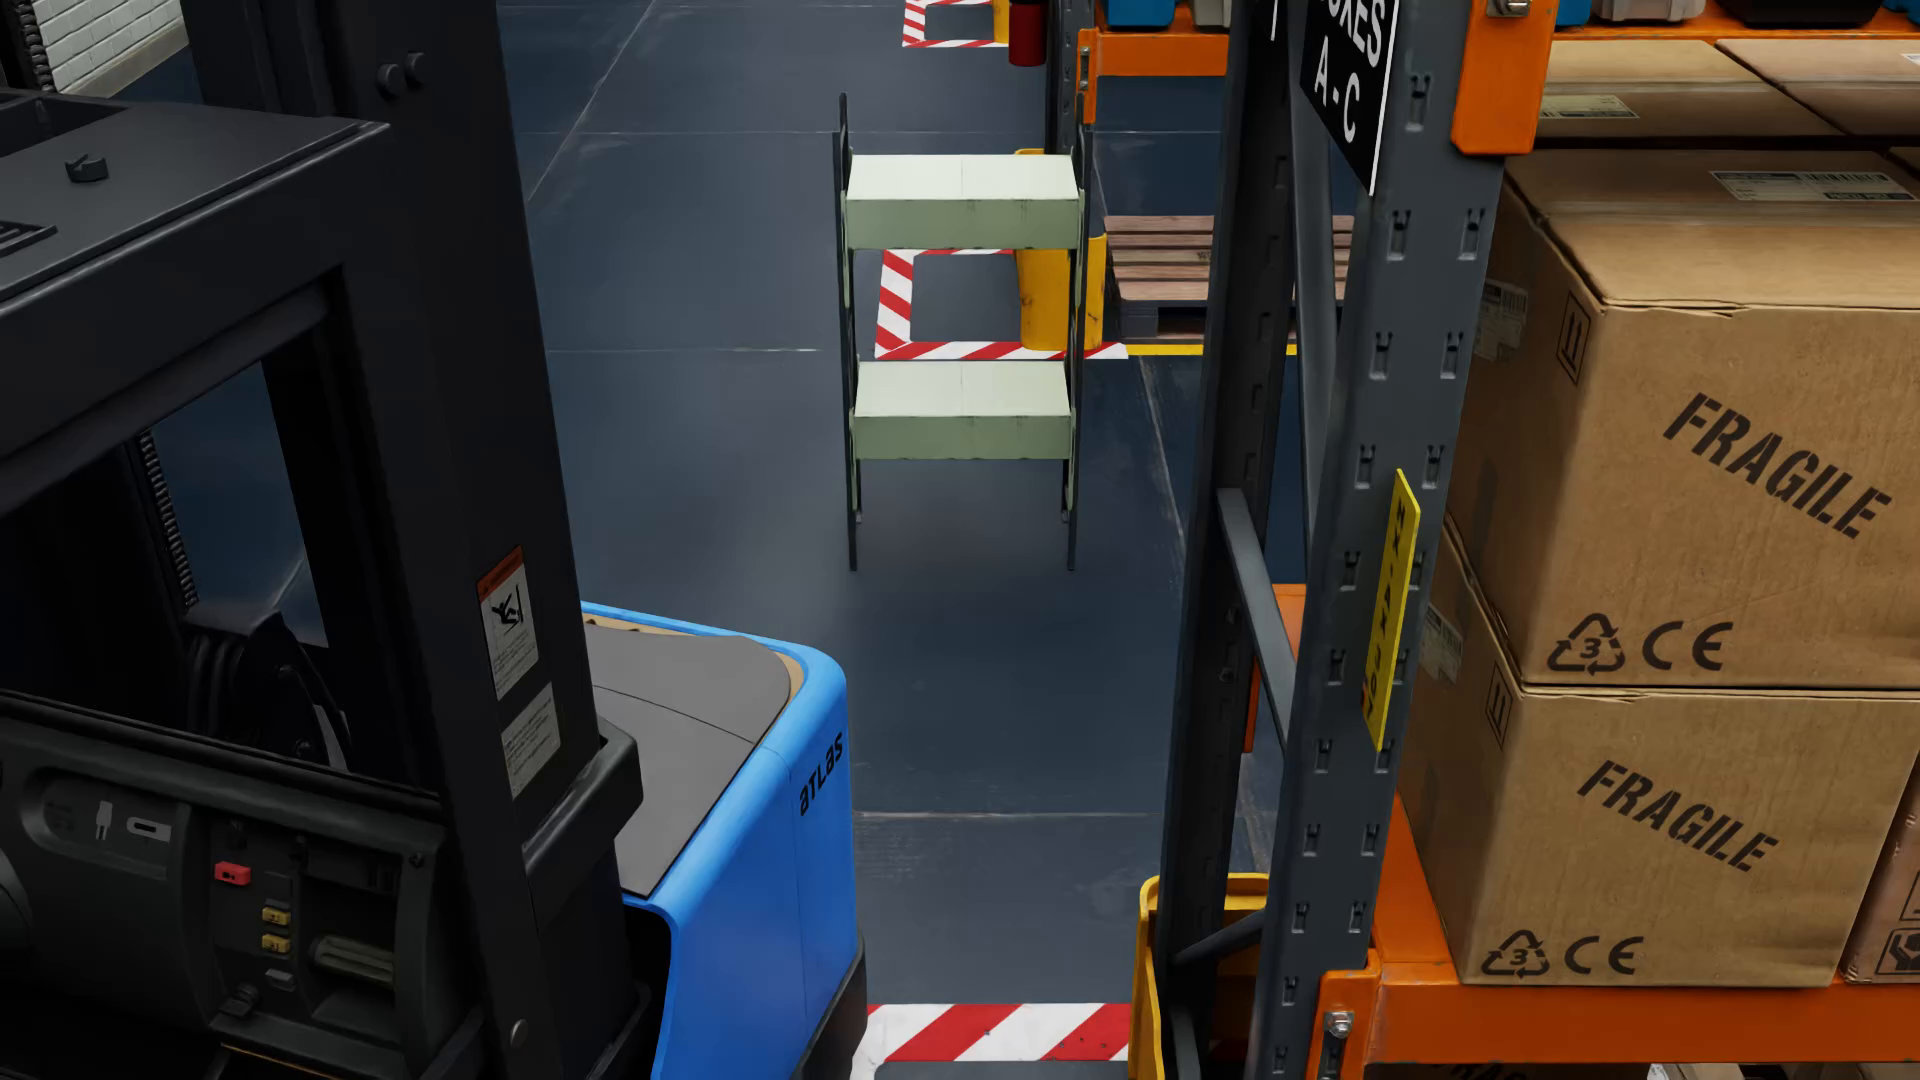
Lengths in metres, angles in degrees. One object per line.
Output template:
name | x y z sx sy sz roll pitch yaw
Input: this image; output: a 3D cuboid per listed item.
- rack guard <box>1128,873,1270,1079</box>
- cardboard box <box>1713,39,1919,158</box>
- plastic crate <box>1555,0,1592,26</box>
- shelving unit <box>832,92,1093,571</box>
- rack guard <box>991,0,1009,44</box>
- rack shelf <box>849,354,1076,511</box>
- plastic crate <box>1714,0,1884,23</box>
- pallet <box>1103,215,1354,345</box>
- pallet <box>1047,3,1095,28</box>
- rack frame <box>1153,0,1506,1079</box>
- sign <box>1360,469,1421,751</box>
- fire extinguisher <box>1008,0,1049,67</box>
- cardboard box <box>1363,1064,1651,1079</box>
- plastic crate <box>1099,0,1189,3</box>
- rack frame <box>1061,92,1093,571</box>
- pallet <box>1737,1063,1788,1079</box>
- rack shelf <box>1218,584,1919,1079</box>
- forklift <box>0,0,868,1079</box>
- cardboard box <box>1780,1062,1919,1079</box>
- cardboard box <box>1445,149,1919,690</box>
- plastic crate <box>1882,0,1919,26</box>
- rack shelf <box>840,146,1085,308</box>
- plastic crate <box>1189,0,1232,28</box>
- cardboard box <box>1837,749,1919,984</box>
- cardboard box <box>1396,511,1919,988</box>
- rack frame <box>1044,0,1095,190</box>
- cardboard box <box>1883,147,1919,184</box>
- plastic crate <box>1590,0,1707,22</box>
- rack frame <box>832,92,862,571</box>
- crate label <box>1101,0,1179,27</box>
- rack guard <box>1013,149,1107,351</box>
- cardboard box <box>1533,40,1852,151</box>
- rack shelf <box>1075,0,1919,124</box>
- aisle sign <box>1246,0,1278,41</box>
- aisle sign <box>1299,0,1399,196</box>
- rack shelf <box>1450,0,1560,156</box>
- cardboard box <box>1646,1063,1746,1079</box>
rack guard | 0.558 1.239 3.225 0.348 0.500 1.175 0 31 0
cardboard box | 1.431 -0.445 2.532 0.500 0.500 0.500 1 31 1
plastic crate | 2.322 -2.188 6.567 0.300 0.233 0.416 0 31 0
shelving unit | 0.007 -0.641 5.361 0.755 1.500 0.431 0 31 0
rack guard | 0.402 -3.899 11.694 0.348 0.500 1.175 0 31 0
rack shelf | 0.007 -0.363 5.530 0.720 0.370 0.431 0 31 0
plastic crate | 3.338 -2.176 6.652 0.590 0.125 0.437 0 31 0
pallet | 1.281 -1.189 7.506 1.213 0.211 1.003 0 31 0
pallet | 1.225 -3.818 11.840 1.213 0.211 1.003 0 31 0
rack frame | 0.482 0.171 2.576 0.127 3.000 1.000 0 31 0
sign | 0.486 0.082 1.888 0.005 0.325 0.100 0 31 0
fire extinguisher | 0.303 -2.441 7.316 0.183 0.674 0.296 0 31 0
cardboard box | 1.025 0.922 3.324 0.500 0.500 0.500 0 31 0
plastic crate | 0.790 -2.537 6.948 0.499 0.435 0.616 0 31 0
rack frame | 0.373 -0.642 5.363 0.023 1.500 0.400 0 31 0
pallet | 1.356 1.360 3.305 1.213 0.211 1.003 0 31 0
rack shelf | 2.482 0.472 2.773 4.000 0.370 1.077 0 31 0
forklift | -1.165 0.531 2.050 1.130 2.935 3.031 10 33 16
cardboard box | 1.975 1.042 3.368 0.500 0.250 0.500 0 31 0
cardboard box | 0.928 -0.164 2.068 0.500 0.500 0.500 1 31 1
plastic crate | 3.991 -2.251 6.527 0.575 0.384 0.392 0 31 0
rack shelf | 0.007 -0.975 5.159 0.720 0.370 0.431 0 31 0
plastic crate | 1.026 -2.099 6.515 0.298 0.136 0.250 0 31 0
cardboard box | 1.443 0.259 2.335 0.500 0.500 0.500 0 31 -1
cardboard box | 0.928 0.264 2.327 0.500 0.500 0.500 0 31 1
rack frame | 0.456 -2.398 6.811 0.127 3.000 1.000 0 31 0
cardboard box | 1.450 -0.169 2.077 0.500 0.500 0.500 0 31 0
plastic crate | 2.717 -2.162 6.619 0.466 0.136 0.293 0 31 0
rack frame | -0.359 -0.640 5.359 0.023 1.500 0.400 0 31 0
crate label | 0.705 -2.182 6.559 0.303 0.233 0.416 0 31 0
rack guard | 0.432 -1.323 7.448 0.348 0.500 1.175 0 31 0
cardboard box | 0.926 -0.443 2.529 0.500 0.500 0.500 0 31 -1
rack shelf | 2.456 -2.097 7.008 4.000 0.370 1.077 0 31 0
aisle sign | 0.412 -1.099 2.164 0.004 0.787 0.394 0 31 0
aisle sign | 0.416 -0.788 1.651 0.004 0.787 0.394 0 31 0
rack shelf | 2.482 -0.810 1.995 4.000 0.370 1.077 0 31 0
cardboard box | 1.430 1.110 3.336 0.250 0.166 0.380 0 31 0
